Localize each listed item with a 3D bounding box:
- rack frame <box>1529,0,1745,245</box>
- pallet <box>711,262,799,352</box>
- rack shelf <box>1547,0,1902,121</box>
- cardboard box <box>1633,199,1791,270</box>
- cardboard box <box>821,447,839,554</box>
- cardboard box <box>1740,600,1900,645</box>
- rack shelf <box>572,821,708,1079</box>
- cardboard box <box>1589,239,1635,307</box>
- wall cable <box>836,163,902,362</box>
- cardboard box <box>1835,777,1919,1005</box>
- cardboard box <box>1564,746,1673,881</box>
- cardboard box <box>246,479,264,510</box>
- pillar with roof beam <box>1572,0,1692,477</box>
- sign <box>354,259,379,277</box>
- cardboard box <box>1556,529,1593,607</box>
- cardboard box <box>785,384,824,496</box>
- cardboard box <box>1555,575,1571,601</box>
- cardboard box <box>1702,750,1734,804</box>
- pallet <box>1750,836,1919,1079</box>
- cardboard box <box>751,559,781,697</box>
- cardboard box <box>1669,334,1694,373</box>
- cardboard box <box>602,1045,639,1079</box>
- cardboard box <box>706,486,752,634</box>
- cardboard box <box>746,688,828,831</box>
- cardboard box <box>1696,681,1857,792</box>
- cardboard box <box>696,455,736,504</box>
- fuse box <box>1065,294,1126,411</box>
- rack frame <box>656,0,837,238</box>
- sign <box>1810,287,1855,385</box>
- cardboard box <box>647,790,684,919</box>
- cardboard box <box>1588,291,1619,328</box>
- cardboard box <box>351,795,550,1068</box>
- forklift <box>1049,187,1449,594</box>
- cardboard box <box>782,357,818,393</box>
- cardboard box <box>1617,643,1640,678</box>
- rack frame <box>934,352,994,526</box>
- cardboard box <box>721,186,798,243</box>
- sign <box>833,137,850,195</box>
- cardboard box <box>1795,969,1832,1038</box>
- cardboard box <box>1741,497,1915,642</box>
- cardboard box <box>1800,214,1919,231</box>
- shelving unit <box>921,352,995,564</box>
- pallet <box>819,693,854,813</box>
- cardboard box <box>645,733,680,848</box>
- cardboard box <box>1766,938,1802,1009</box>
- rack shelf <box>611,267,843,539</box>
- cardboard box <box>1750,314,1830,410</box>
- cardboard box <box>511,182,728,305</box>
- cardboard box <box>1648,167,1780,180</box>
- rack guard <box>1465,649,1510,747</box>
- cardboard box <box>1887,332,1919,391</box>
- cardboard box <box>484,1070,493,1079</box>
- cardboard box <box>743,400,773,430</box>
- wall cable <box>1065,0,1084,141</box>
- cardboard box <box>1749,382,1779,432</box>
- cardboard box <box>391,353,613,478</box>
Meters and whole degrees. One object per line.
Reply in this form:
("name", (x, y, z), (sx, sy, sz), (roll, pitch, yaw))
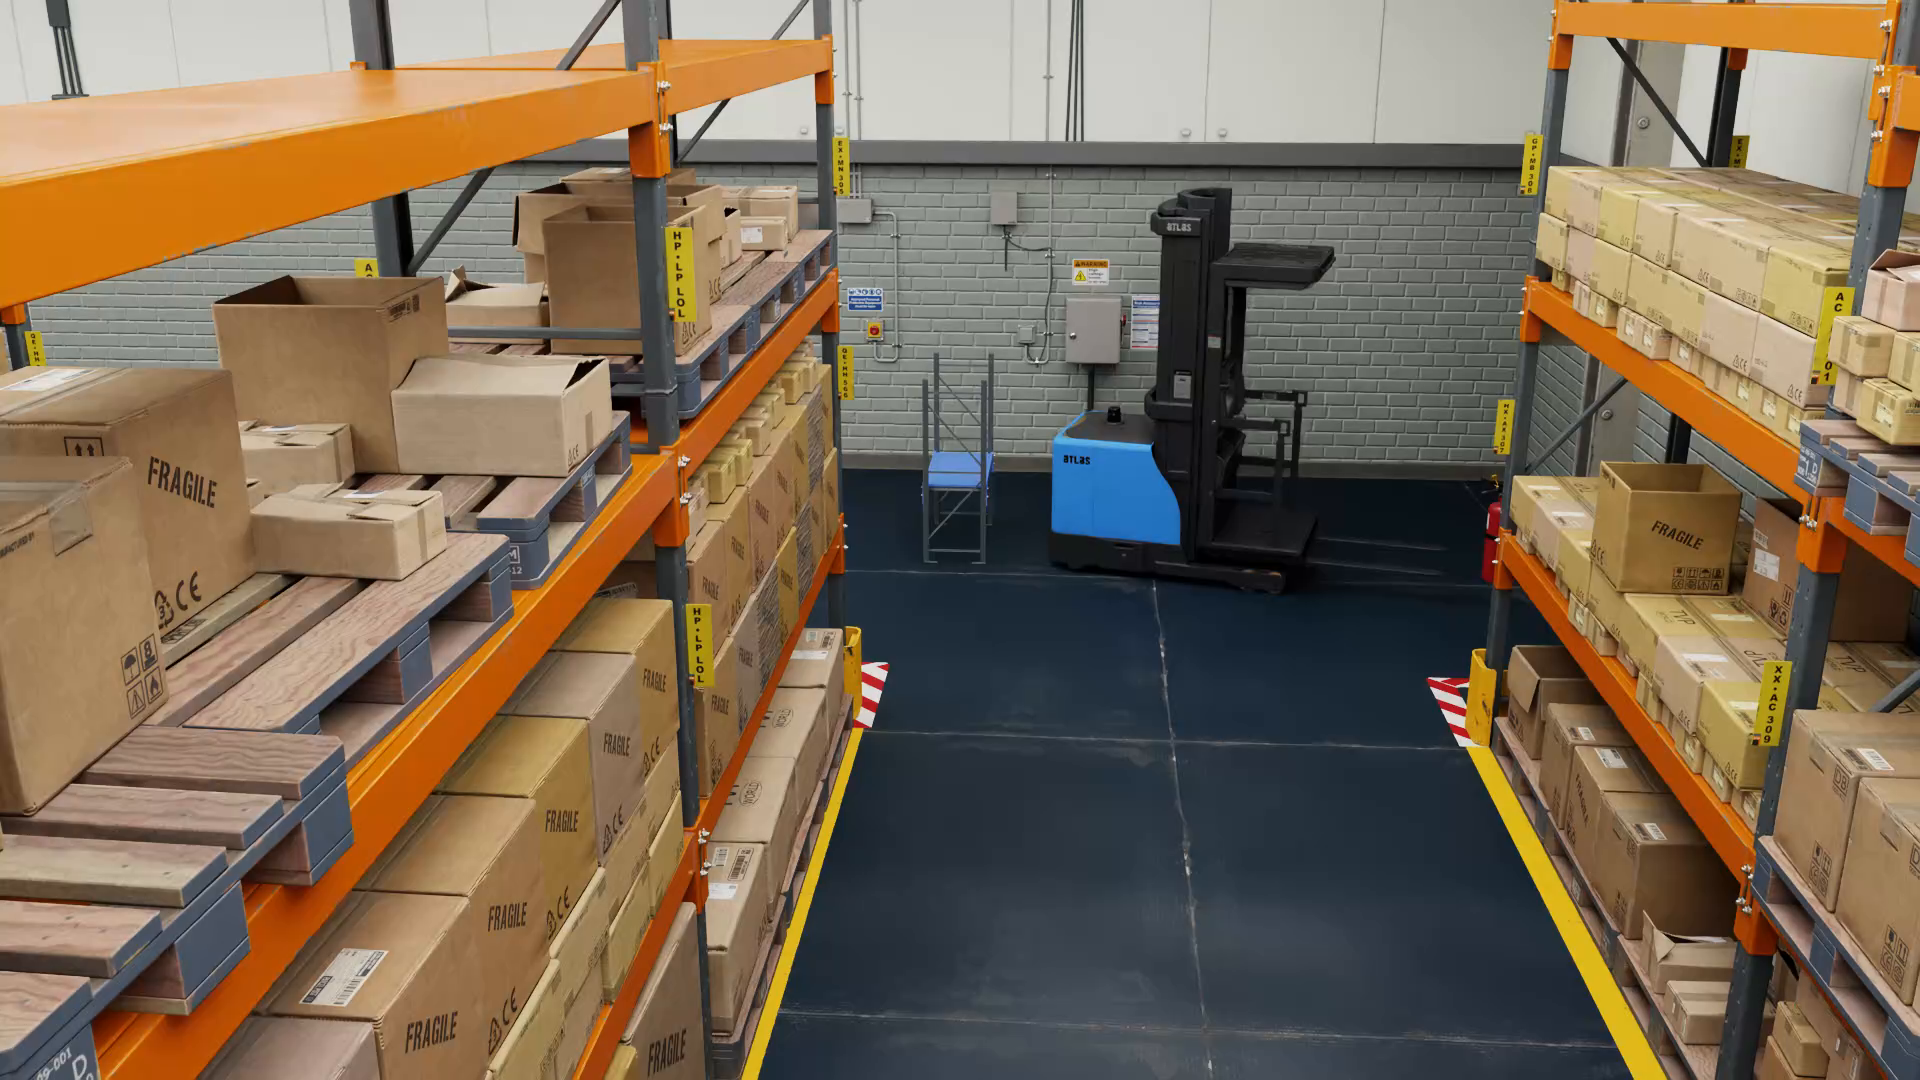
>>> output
("rack frame", (3.728, -3.088, 8.895), (1.000, 3.000, 0.127), (1, 18, 4))
("pallet", (-1.351, -1.119, 7.847), (1.003, 0.211, 1.213), (1, 18, 4))
("rack shelf", (3.585, -2.123, 7.111), (1.077, 0.370, 4.000), (1, 18, 4))
("cardboard box", (3.342, -1.365, 7.416), (0.500, 0.250, 0.500), (2, 18, 5))
("cardboard box", (-0.994, -0.238, 9.673), (0.500, 0.500, 0.500), (1, 18, 4))
("cardboard box", (3.814, 0.471, 7.430), (0.500, 0.250, 0.500), (2, 18, 5))
("rack shelf", (-1.653, 1.859, 4.588), (1.077, 0.370, 4.000), (1, 18, 4))
("cardboard box", (3.359, -1.284, 7.969), (0.500, 0.250, 0.500), (1, 18, 2))
("wall cable", (-0.842, -2.596, 15.346), (0.585, 1.953, 0.123), (1, 18, 4))
("cardboard box", (3.146, 1.064, 5.022), (0.700, 0.500, 0.500), (1, 18, 5))
("cardboard box", (3.352, 1.366, 8.277), (0.500, 0.500, 0.500), (2, 18, 5))
("cardboard box", (-1.990, -0.106, 4.152), (0.396, 0.266, 0.258), (3, 18, 8))
("pillar with roof beam", (0.526, -4.001, 11.682), (9.100, 9.000, 0.400), (1, 18, 4))
("sign", (-2.064, -0.825, 5.848), (0.100, 0.325, 0.005), (1, 18, 4))
("cardboard box", (3.358, 0.142, 8.435), (0.500, 0.250, 0.500), (1, 18, 3))
("cardboard box", (-1.028, -0.551, 9.022), (0.500, 0.500, 0.500), (1, 18, 4))
("cardboard box", (3.395, 0.218, 8.844), (0.380, 0.149, 0.250), (2, 18, 6))
("cardboard box", (3.209, 0.939, 6.644), (0.380, 0.149, 0.250), (2, 18, 5))
("pallet", (3.275, 1.342, 5.317), (1.003, 0.211, 1.213), (1, 18, 4))
("cardboard box", (-1.133, 0.398, 7.731), (0.500, 0.500, 0.500), (1, 18, 4))
("cardboard box", (3.303, -0.815, 7.179), (0.380, 0.149, 0.250), (1, 18, 4))
("cardboard box", (-1.532, 2.181, 5.188), (0.875, 0.875, 0.875), (2, 18, 6))
("cardboard box", (-1.192, 0.074, 7.114), (0.500, 0.500, 0.500), (1, 18, 3))
("cardboard box", (-1.228, 1.163, 8.996), (0.875, 0.438, 0.875), (2, 18, 5))
("cardboard box", (3.234, 0.772, 6.514), (0.500, 0.250, 0.500), (2, 18, 5))
("cardboard box", (-1.171, -0.263, 7.102), (0.380, 0.149, 0.250), (1, 18, 4))
("fuse box", (1.243, -1.394, 15.429), (0.539, 1.711, 0.414), (1, 18, 4))
("rack frame", (-1.223, -3.197, 9.229), (1.000, 3.000, 0.127), (1, 18, 4))
("sign", (2.899, -0.675, 5.519), (0.100, 0.325, 0.005), (1, 18, 4))
("cardboard box", (-1.291, 1.112, 5.953), (0.500, 0.250, 0.500), (1, 18, 3))
("cardboard box", (3.313, -1.131, 8.144), (0.380, 0.149, 0.250), (1, 18, 4))
("cardboard box", (-1.399, 0.996, 4.298), (0.500, 0.500, 0.500), (2, 18, 5))
("forklift", (2.283, -1.165, 12.773), (3.031, 2.935, 1.130), (6, 19, 17))
("cardboard box", (-0.978, -0.900, 9.045), (0.380, 0.149, 0.250), (1, 18, 3))
("cardboard box", (3.341, 0.541, 7.857), (0.380, 0.149, 0.250), (1, 18, 4))
("rack frame", (0.030, -0.844, 14.090), (0.500, 1.500, 0.032), (1, 18, 4))
("cardboard box", (-1.166, -1.806, 9.206), (0.500, 0.250, 0.500), (0, 18, -1))
("sign", (-0.683, -2.139, 9.521), (0.100, 0.325, 0.005), (1, 18, 4))
("cardboard box", (3.211, 1.651, 5.888), (0.380, 0.149, 0.250), (1, 18, 3))
("cardboard box", (3.813, 0.122, 7.291), (0.500, 0.500, 0.500), (1, 18, 2))
("cardboard box", (3.818, -1.194, 6.893), (0.500, 0.250, 0.500), (1, 18, 3))
("shelving unit", (-0.006, -0.686, 13.609), (0.538, 1.500, 1.048), (1, 18, 4))
("pallet", (-1.202, 1.229, 9.834), (1.003, 0.211, 1.213), (1, 18, 4))
("cardboard box", (-1.299, 0.872, 5.883), (0.500, 0.250, 0.500), (1, 18, 4))
("cardboard box", (3.724, 1.884, 7.001), (0.500, 0.311, 0.500), (2, 18, 6))
("rack shelf", (-1.367, -0.809, 7.913), (1.077, 0.370, 4.000), (1, 18, 4))
("cardboard box", (3.226, -0.646, 6.022), (0.500, 0.250, 0.500), (1, 18, 4))
("cardboard box", (-1.445, -1.245, 7.088), (0.797, 0.503, 0.637), (3, 18, 8))
("cardboard box", (3.975, -1.826, 8.821), (0.500, 0.250, 0.500), (1, 18, 2))
("rack guard", (3.723, 0.975, 10.146), (1.175, 0.500, 0.348), (1, 18, 4))
("cardboard box", (3.034, -0.522, 4.971), (0.380, 0.149, 0.250), (2, 18, 5))
("cardboard box", (-1.428, 1.505, 3.951), (0.500, 0.250, 0.500), (1, 18, 4))
("cardboard box", (-1.123, -0.583, 8.077), (0.380, 0.149, 0.250), (2, 18, 6))
("wall cable", (2.429, -4.897, 14.355), (2.988, 3.039, 0.133), (1, 18, 4))
("cardboard box", (3.193, -0.495, 6.202), (0.380, 0.149, 0.250), (1, 18, 4))
("cardboard box", (-1.364, -0.408, 5.004), (0.500, 0.311, 0.500), (1, 18, 4))
